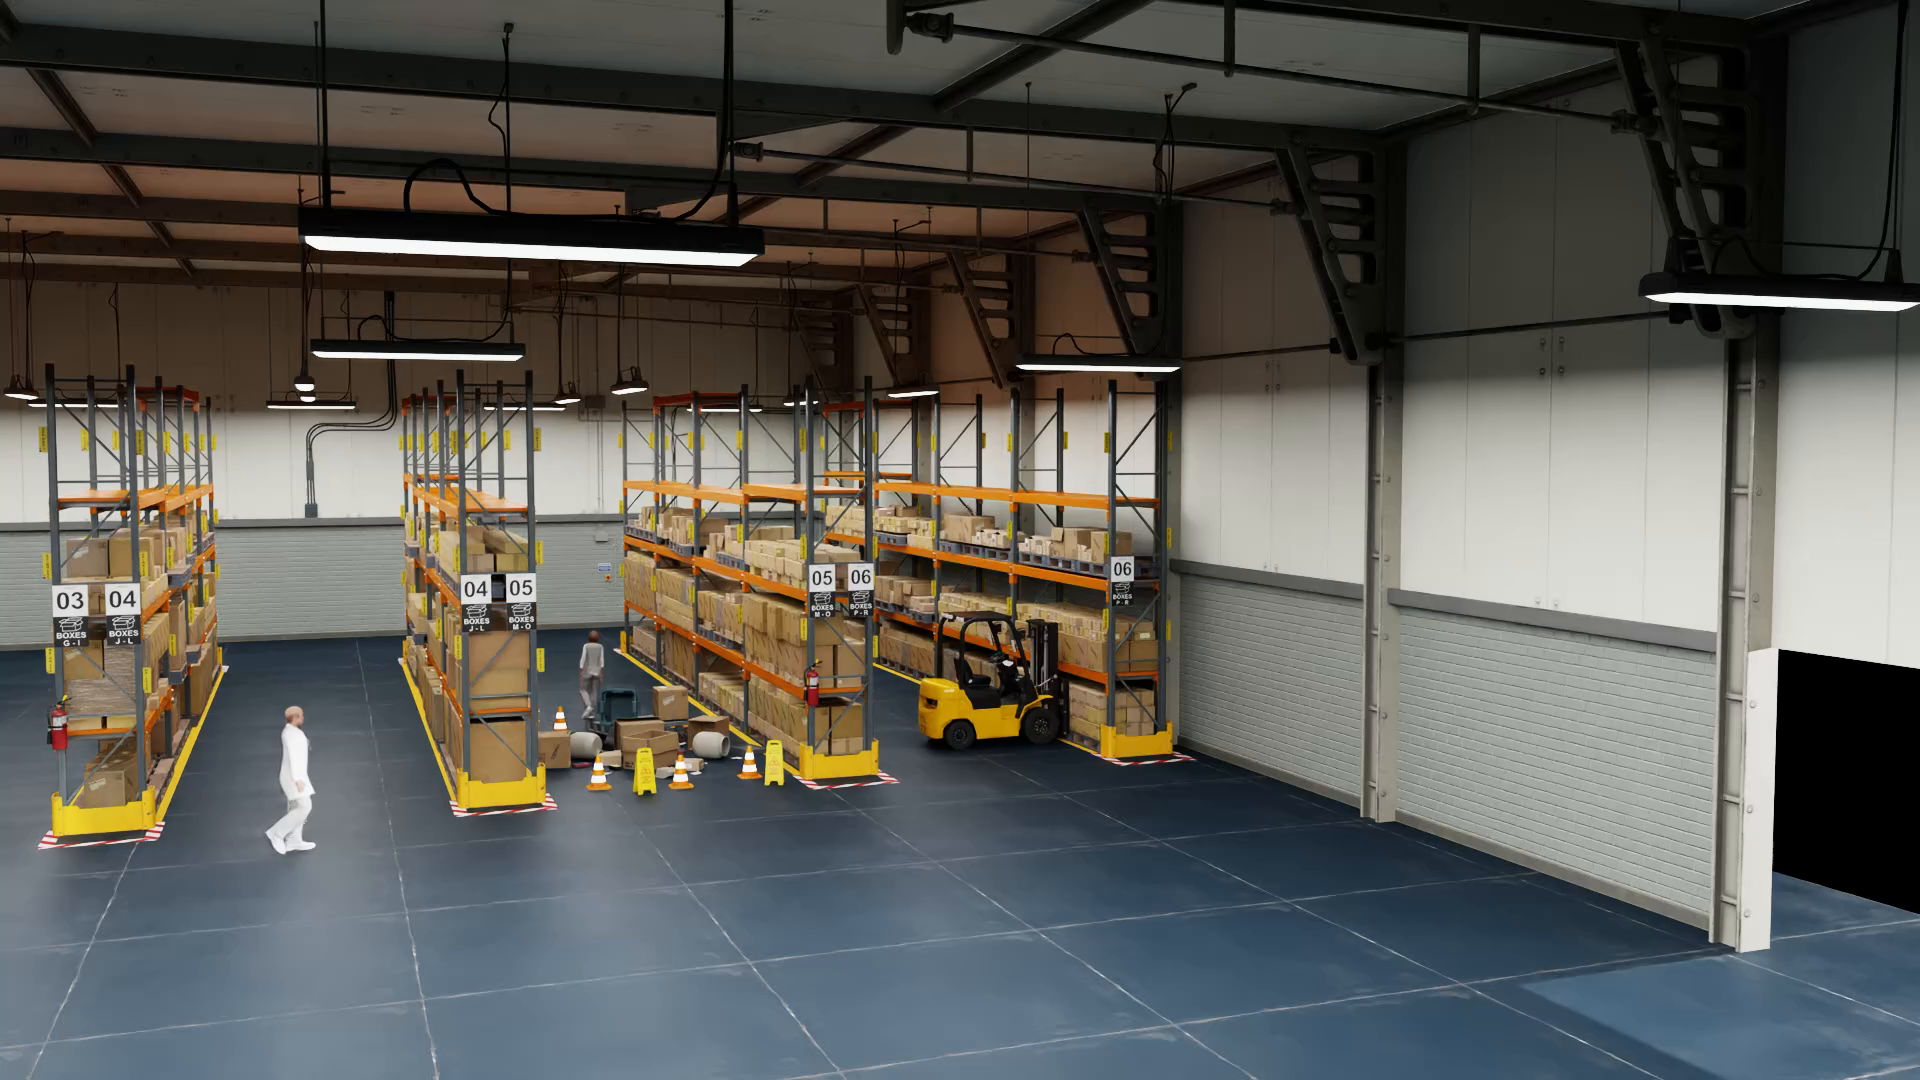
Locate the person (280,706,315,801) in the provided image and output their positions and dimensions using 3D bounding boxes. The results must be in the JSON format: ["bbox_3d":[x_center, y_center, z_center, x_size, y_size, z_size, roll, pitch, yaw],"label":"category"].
[{"bbox_3d":[-8.067,2.591,20.233,0.400,1.142,0.605,-1,4,-20],"label":"person"}]

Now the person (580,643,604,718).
[{"bbox_3d":[-6.638,2.559,30.056,0.435,1.361,0.481,-1,4,-20],"label":"person"}]
